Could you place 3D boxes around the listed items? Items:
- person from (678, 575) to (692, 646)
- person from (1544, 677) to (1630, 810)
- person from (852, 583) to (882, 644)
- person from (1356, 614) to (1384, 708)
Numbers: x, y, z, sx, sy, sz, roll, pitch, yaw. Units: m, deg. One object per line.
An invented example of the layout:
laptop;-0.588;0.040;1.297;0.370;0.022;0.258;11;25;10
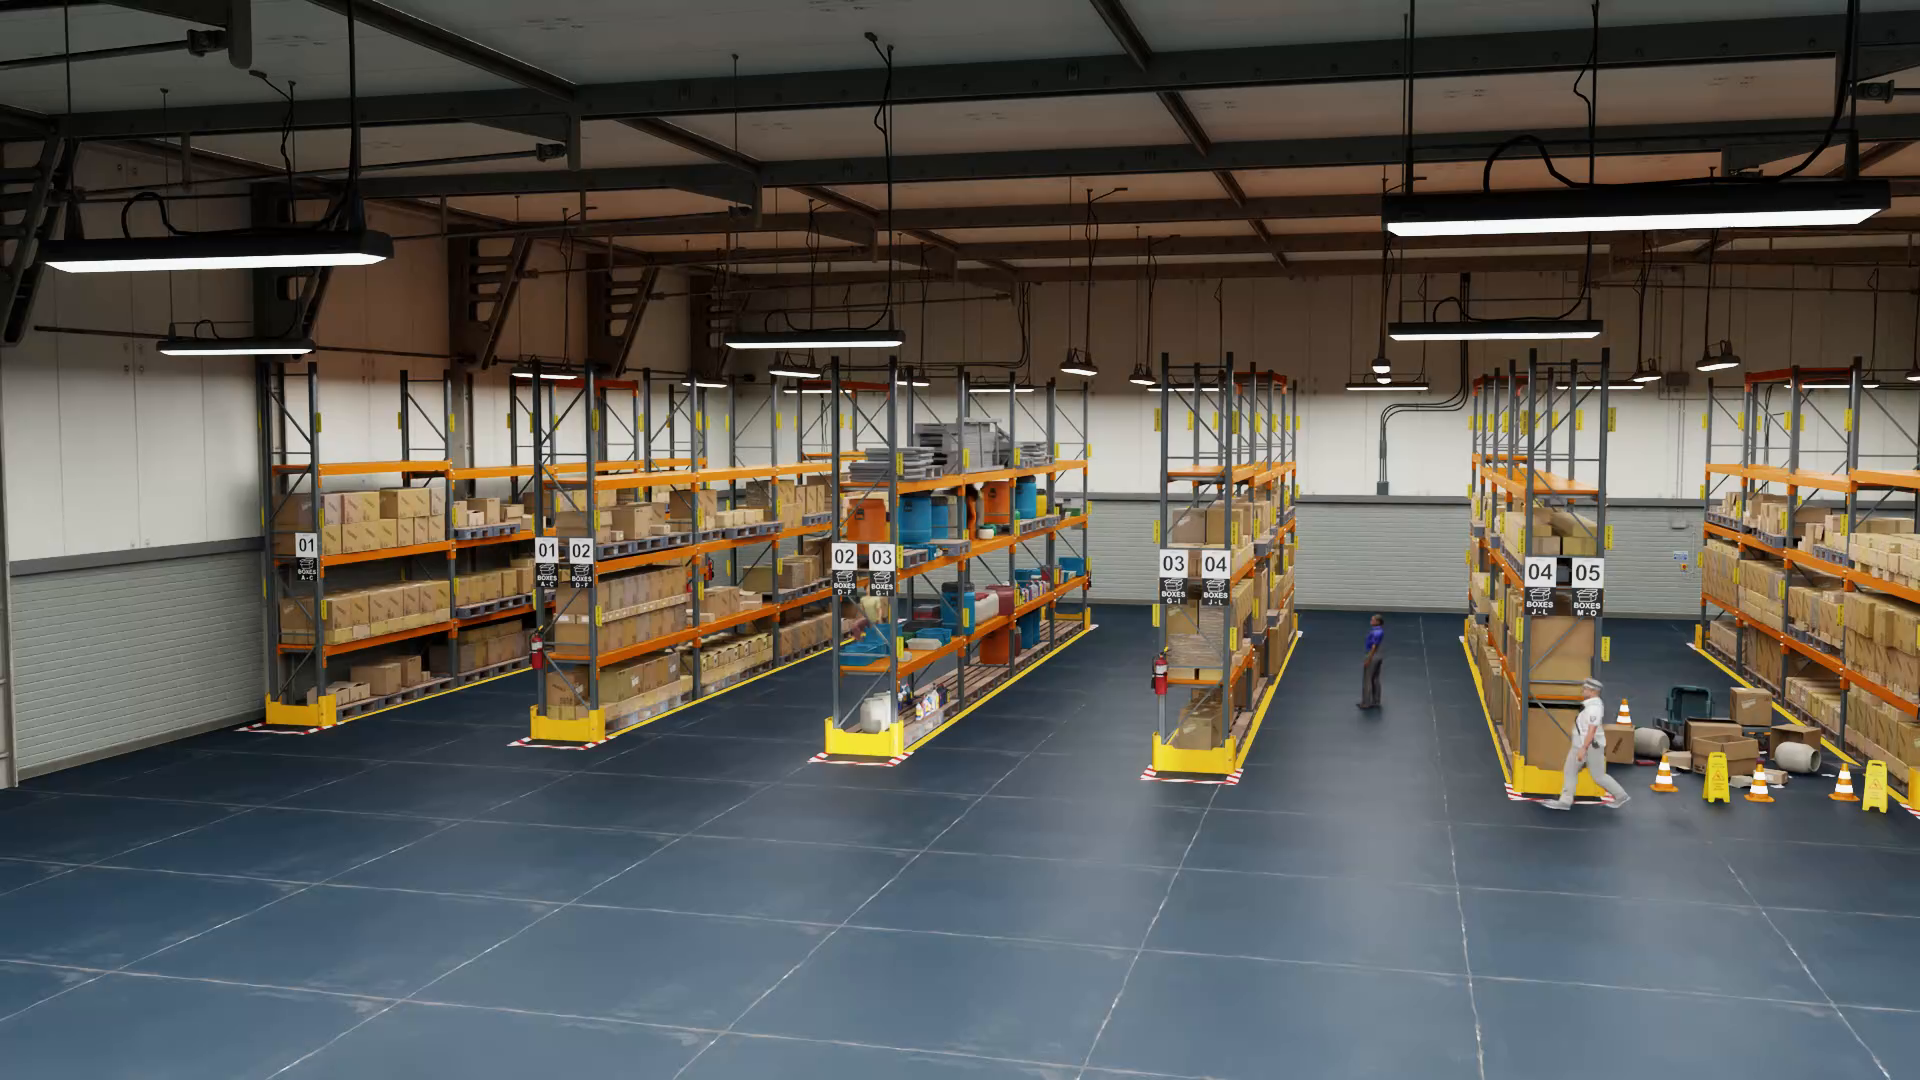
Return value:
person;-5.984;1.593;36.293;0.434;1.733;0.554;1;4;18
person;8.092;2.630;21.355;1.000;1.737;0.511;-1;4;-9
person;-1.890;1.715;34.861;0.575;1.603;1.051;1;4;19
person;7.215;2.129;29.264;0.430;1.643;0.536;2;5;30
